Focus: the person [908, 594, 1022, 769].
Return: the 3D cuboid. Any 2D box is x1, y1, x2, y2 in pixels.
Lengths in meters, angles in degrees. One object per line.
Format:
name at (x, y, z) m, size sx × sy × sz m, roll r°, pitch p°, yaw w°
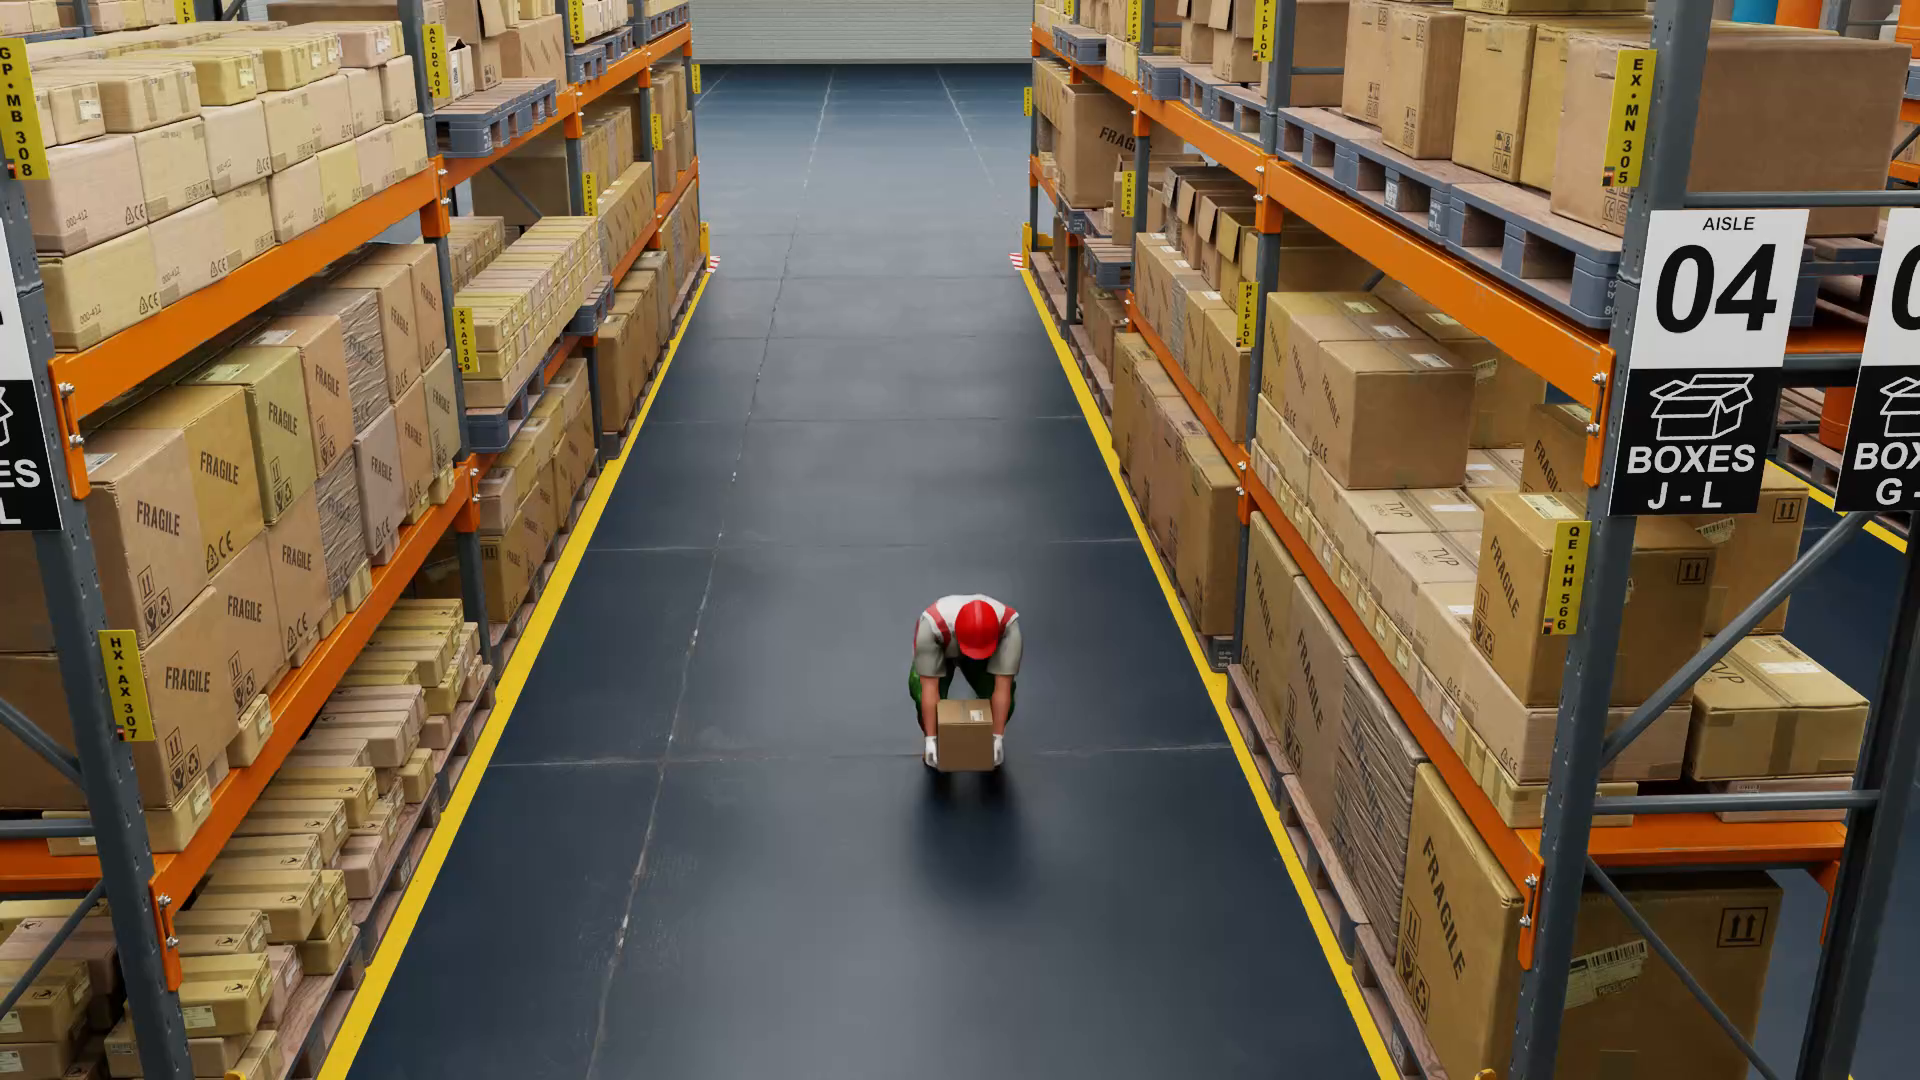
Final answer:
person at (0.019, 0.634, 7.977) m, size 0.530 × 0.995 × 0.898 m, roll -2°, pitch 20°, yaw -4°
